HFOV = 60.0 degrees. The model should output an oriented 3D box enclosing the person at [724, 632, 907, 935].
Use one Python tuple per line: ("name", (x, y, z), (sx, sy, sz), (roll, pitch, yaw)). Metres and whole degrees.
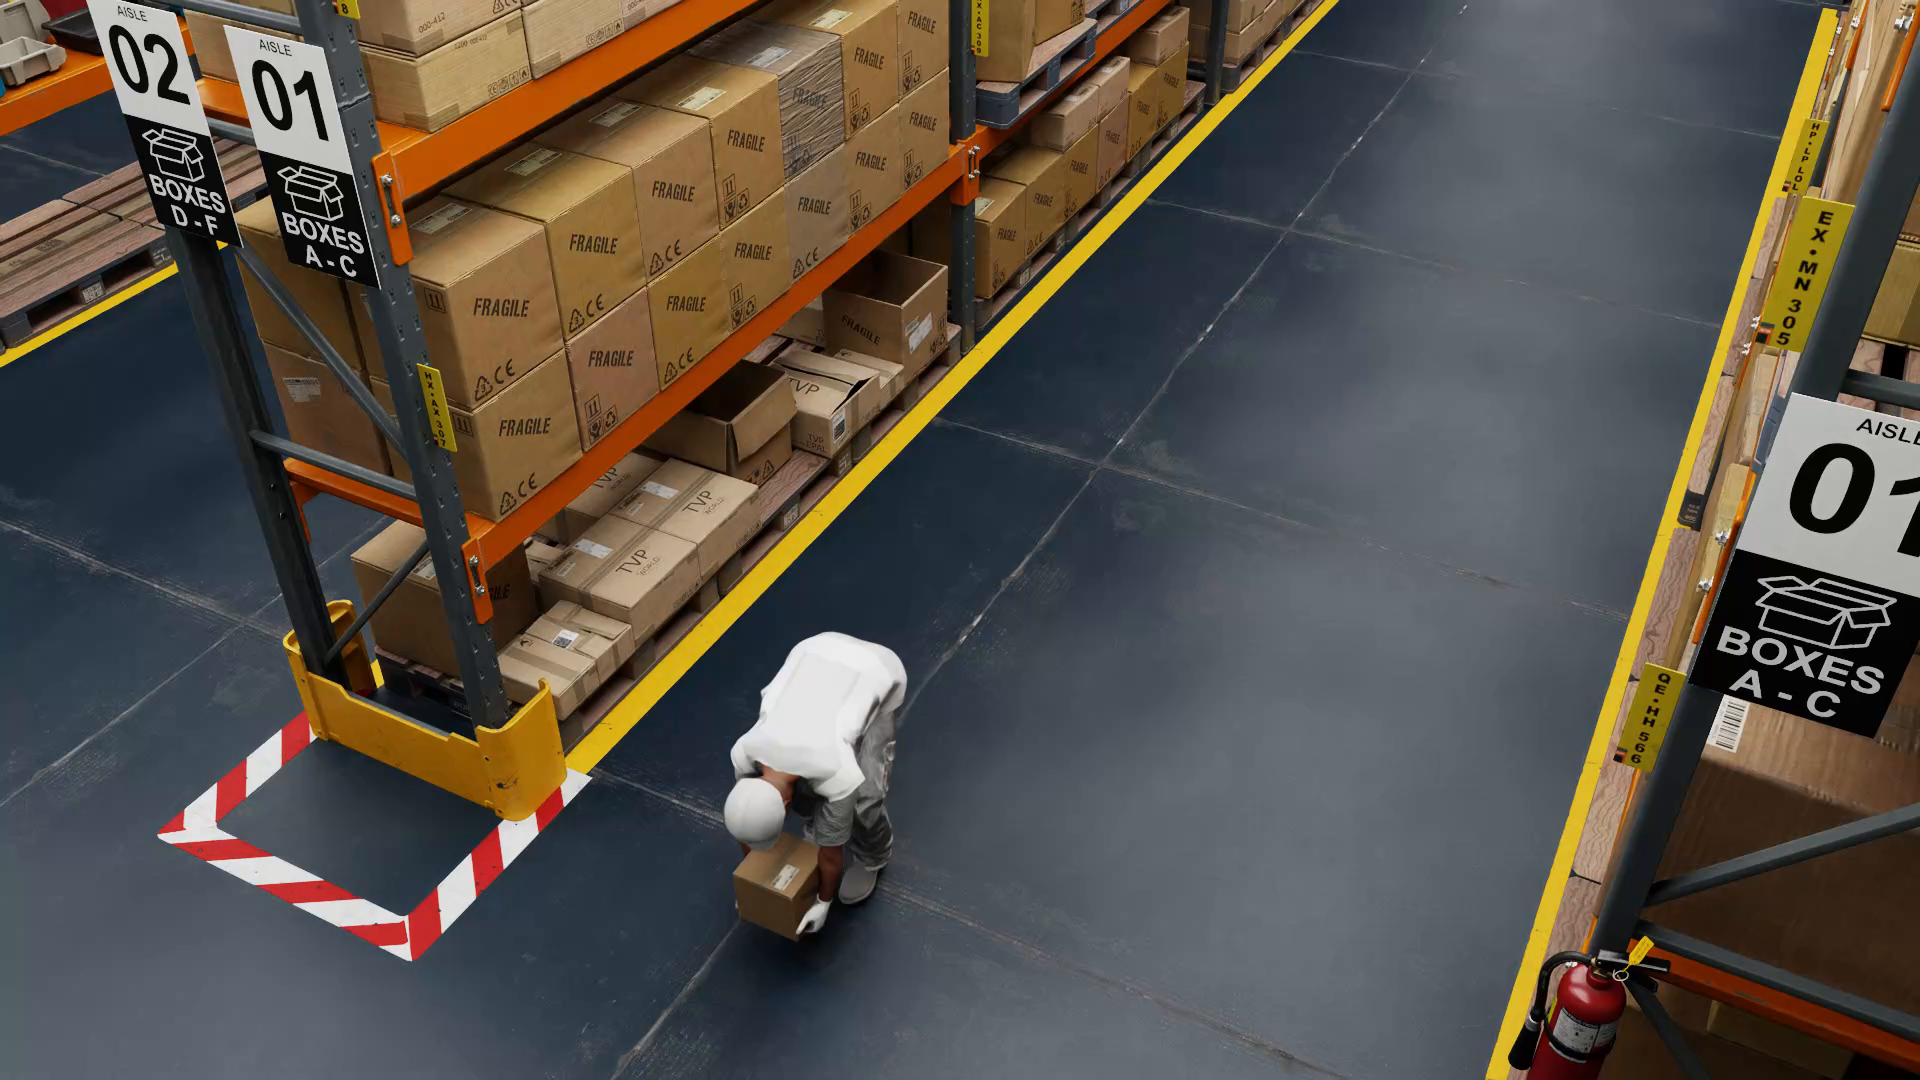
("person", (-0.535, 0.953, 6.082), (0.513, 1.063, 0.990), (16, 40, 20))
